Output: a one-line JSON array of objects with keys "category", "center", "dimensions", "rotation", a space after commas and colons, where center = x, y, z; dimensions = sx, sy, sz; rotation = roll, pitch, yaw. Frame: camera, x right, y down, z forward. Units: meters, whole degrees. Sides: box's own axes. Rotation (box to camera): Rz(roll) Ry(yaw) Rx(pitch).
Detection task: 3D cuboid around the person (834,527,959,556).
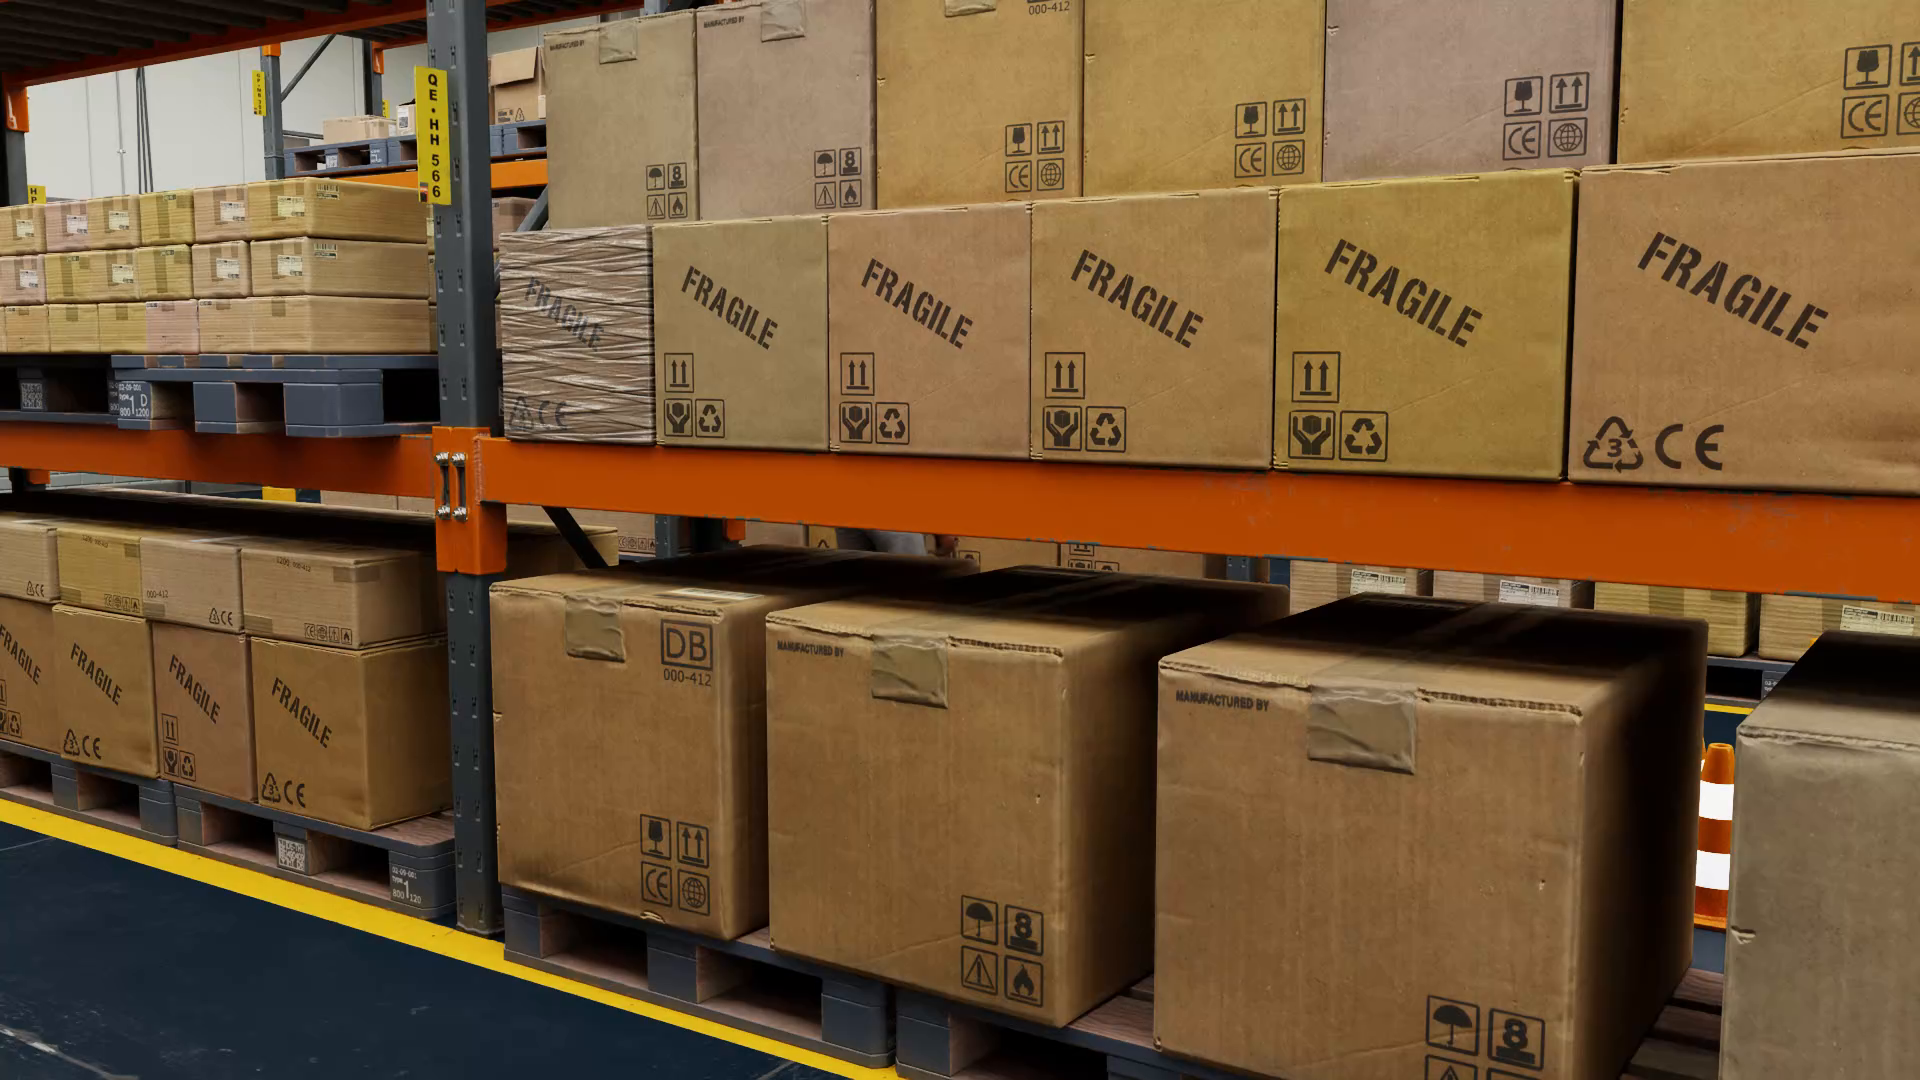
[{"category": "person", "center": [-0.275, -0.101, 7.309], "dimensions": [0.463, 1.608, 0.750], "rotation": [4, 7, 32]}]
